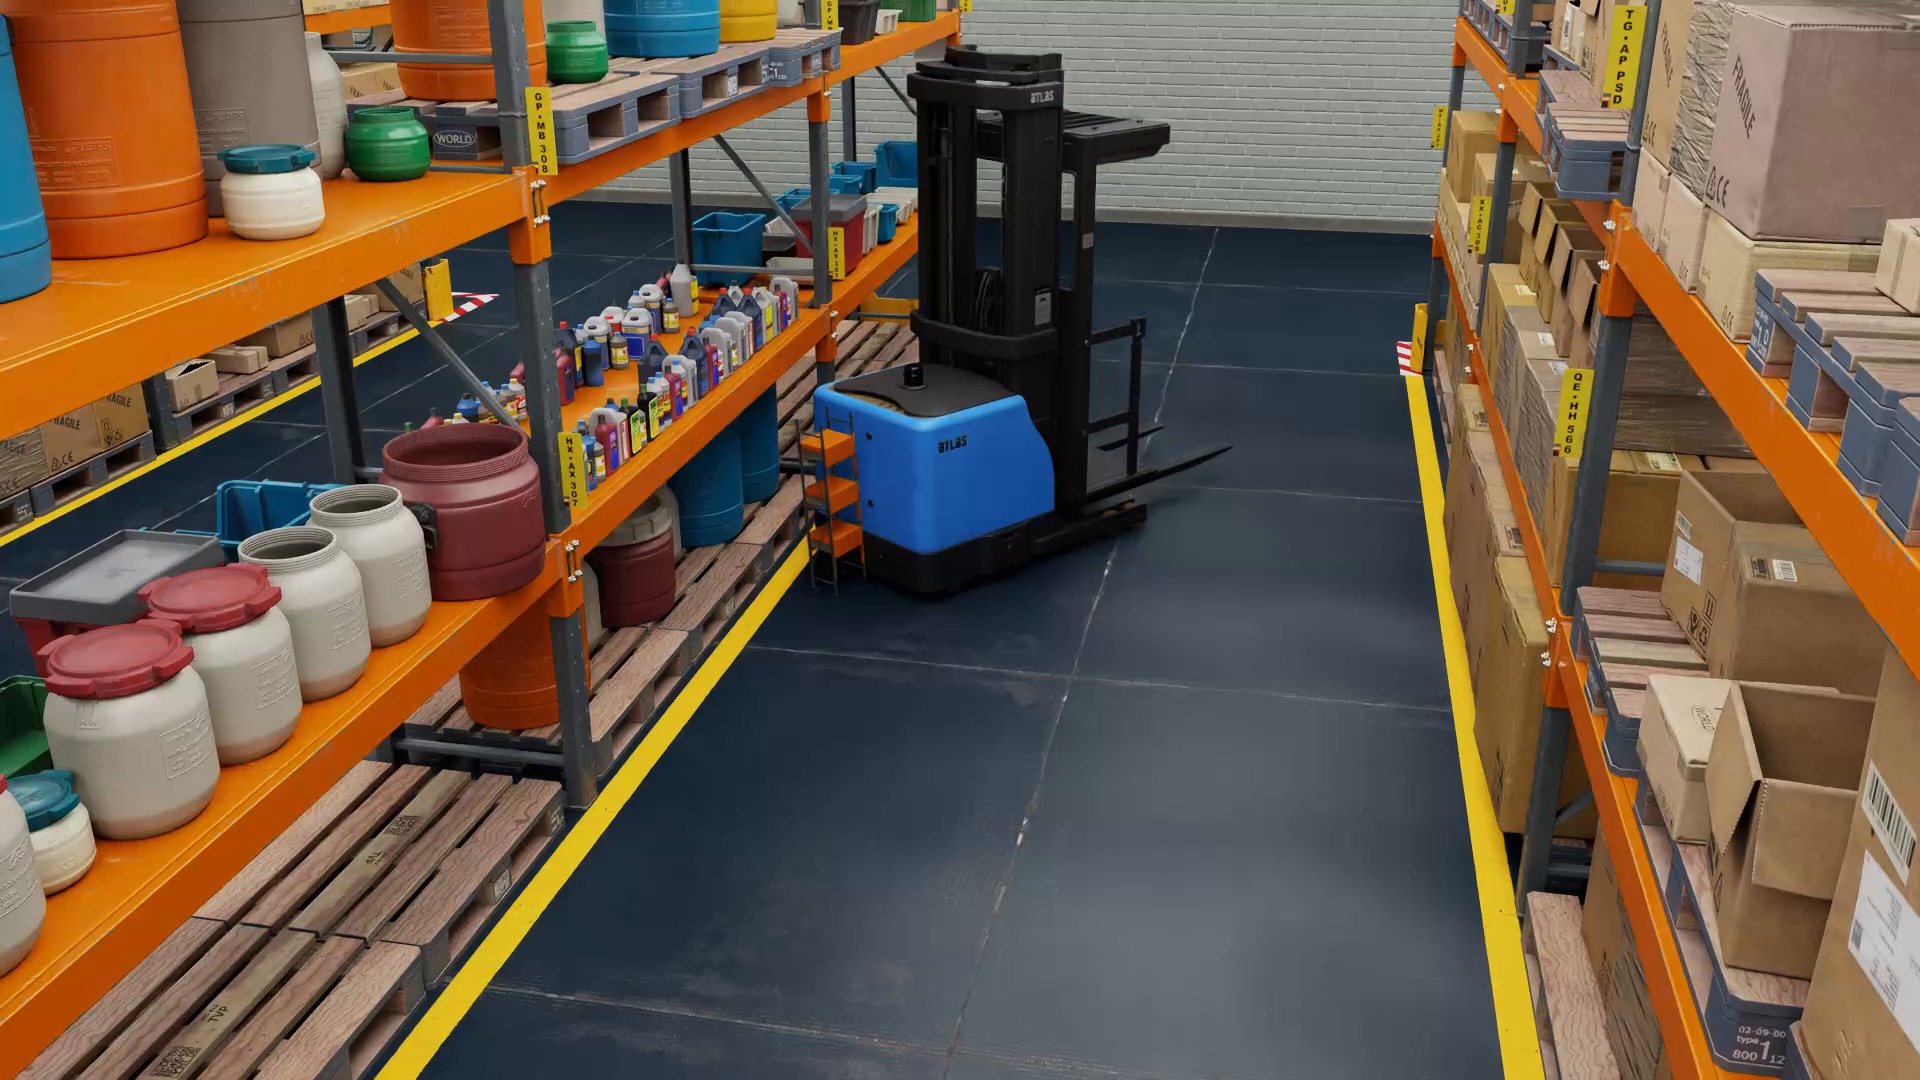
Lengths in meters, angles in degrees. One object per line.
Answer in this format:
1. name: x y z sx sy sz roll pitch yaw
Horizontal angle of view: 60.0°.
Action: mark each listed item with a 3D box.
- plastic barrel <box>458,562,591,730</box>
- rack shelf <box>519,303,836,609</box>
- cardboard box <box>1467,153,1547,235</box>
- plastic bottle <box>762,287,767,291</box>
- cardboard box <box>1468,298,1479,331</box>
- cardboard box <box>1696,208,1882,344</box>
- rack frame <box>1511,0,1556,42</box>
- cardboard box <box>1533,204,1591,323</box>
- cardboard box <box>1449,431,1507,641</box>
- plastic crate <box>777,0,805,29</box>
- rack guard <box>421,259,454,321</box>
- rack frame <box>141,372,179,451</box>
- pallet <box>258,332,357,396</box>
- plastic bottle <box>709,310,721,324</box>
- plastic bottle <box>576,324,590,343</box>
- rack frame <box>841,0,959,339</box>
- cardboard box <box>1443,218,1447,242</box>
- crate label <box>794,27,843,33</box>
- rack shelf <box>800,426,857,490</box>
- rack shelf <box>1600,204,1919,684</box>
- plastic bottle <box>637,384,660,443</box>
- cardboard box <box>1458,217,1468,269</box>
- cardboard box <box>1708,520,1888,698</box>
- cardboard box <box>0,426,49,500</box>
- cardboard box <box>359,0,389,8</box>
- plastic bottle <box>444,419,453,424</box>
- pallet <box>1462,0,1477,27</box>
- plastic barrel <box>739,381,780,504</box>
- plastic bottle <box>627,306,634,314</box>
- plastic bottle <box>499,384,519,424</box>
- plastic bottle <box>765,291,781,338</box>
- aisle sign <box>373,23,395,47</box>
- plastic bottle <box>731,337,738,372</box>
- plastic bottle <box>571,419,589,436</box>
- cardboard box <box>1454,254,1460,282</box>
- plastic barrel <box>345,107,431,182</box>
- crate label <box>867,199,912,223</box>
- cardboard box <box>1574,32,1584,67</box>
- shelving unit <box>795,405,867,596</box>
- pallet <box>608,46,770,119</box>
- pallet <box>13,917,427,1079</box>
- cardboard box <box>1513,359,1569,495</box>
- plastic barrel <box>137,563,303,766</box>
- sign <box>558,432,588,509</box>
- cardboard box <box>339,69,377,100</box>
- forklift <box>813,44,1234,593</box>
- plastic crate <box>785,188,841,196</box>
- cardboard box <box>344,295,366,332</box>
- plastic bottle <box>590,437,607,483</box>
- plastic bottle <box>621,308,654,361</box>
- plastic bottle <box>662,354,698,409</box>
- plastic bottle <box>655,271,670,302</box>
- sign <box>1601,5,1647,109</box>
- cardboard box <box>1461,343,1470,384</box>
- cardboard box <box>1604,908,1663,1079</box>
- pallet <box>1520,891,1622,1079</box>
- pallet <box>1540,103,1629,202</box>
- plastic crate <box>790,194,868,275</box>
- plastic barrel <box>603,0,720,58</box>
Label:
1. plastic barrel: -2.046 0.384 7.728 0.600 0.830 0.708 4 22 11
2. rack shelf: -1.721 -0.645 8.904 1.077 0.370 4.000 4 22 11
3. cardboard box: 3.474 -2.121 10.403 0.500 0.500 0.500 5 22 11
4. plastic bottle: -1.203 -1.452 10.210 0.097 0.201 0.097 0 22 0
5. cardboard box: 3.277 -1.353 10.034 0.380 0.149 0.250 5 22 11
6. cardboard box: 2.174 -0.663 4.170 0.500 0.250 0.500 5 22 12
7. rack frame: 3.536 -4.116 8.527 1.000 3.000 0.127 4 22 11
8. cardboard box: 3.262 -1.360 8.239 0.797 0.503 0.637 5 22 12
9. cardboard box: 3.243 0.020 8.570 1.225 0.875 0.875 4 22 9
10. plastic crate: -1.251 -3.723 11.725 0.437 0.282 0.530 4 22 11
11. rack guard: -5.361 -2.365 15.557 1.175 0.500 0.348 4 22 11
12. rack frame: -6.161 -2.089 11.527 1.000 3.000 0.127 4 22 11
13. pallet: -5.774 -1.494 13.782 1.003 0.211 1.213 4 22 11
14. plastic bottle: -1.380 -1.167 9.408 0.097 0.271 0.097 0 22 0
15. plastic bottle: -2.067 -1.047 9.110 0.097 0.271 0.097 0 22 0
16. rack frame: -0.497 -3.173 14.218 1.000 3.000 0.127 4 22 11
17. cardboard box: 3.801 -2.292 12.365 0.380 0.149 0.250 4 22 10
18. crate label: -0.930 -3.137 10.464 0.293 0.136 0.466 4 22 11
19. rack shelf: -0.744 -0.464 9.348 0.215 0.259 0.240 17 32 36
20. rack shelf: 2.311 -0.196 3.774 1.077 0.370 4.000 4 22 11
21. plastic bottle: -1.511 -0.626 8.050 0.061 0.283 0.133 4 22 11
22. cardboard box: 3.576 -1.959 11.005 0.500 0.250 0.500 5 22 12
23. cardboard box: 2.632 0.301 4.895 0.700 0.500 0.500 8 23 19
24. cardboard box: -6.193 -0.568 10.506 0.500 0.500 0.500 5 22 12
25. cardboard box: -5.192 -4.666 14.110 0.500 0.250 0.500 4 22 11
26. plastic bottle: -2.376 -0.461 7.749 0.097 0.201 0.097 0 22 0
27. pallet: 4.211 -3.874 12.061 1.003 0.211 1.213 4 22 11
28. plastic barrel: -1.441 -0.734 10.408 0.600 0.901 0.708 4 22 11
29. plastic bottle: -1.925 -1.268 9.754 0.097 0.201 0.097 0 22 0
30. plastic bottle: -2.257 -0.675 8.280 0.097 0.201 0.097 0 22 0
31. plastic bottle: -1.152 -1.351 9.858 0.152 0.276 0.135 4 22 11
32. aisle sign: -5.031 -4.760 14.677 0.394 0.787 0.004 4 22 11
33. plastic bottle: -1.279 -1.038 9.181 0.097 0.201 0.097 0 22 0
34. plastic bottle: -1.756 -0.461 7.749 0.097 0.201 0.097 0 22 0
35. cardboard box: 3.539 -1.823 11.201 0.380 0.149 0.250 4 22 10
36. plastic barrel: -2.130 -1.473 6.188 0.294 0.245 0.294 0 22 0
37. crate label: -0.592 -2.558 12.963 0.396 0.136 0.243 4 22 11
38. cardboard box: 3.085 -2.269 7.732 0.380 0.149 0.250 4 22 9
39. shelving unit: -0.730 -0.218 9.466 0.215 1.050 0.252 17 32 36
40. pallet: -1.606 -2.305 8.300 1.003 0.211 1.213 4 22 11
41. pallet: -2.576 1.771 5.674 1.003 0.211 1.213 4 22 11
42. cardboard box: 2.788 -0.488 7.416 0.500 0.500 0.500 4 22 9
43. plastic barrel: -2.298 0.392 5.182 0.433 0.535 0.433 0 22 0
44. sign: -1.589 -0.284 6.825 0.100 0.325 0.005 4 22 11
45. cardboard box: -5.269 -3.694 14.038 0.500 0.500 0.500 5 22 12
46. forklift: 0.544 -1.507 10.172 3.031 2.935 1.130 -19 29 -40
47. plastic crate: -1.138 -2.577 12.880 0.416 0.233 0.300 4 22 11
48. cardboard box: -5.438 -1.918 14.193 0.500 0.250 0.500 4 22 11
49. plastic bottle: -1.654 -0.365 7.511 0.097 0.201 0.097 0 22 0
50. plastic bottle: -1.821 -1.163 9.391 0.152 0.276 0.135 4 22 11
51. plastic bottle: -1.442 -0.831 8.568 0.152 0.276 0.135 4 22 11
52. plastic bottle: -1.833 -1.506 10.234 0.061 0.283 0.133 4 22 11
53. sign: 2.178 -1.583 5.456 0.100 0.325 0.005 4 22 11
54. cardboard box: 3.932 -1.107 11.368 0.875 0.875 0.875 4 22 11
55. cardboard box: 2.502 1.536 5.282 0.700 0.500 0.500 3 22 6
56. pallet: 2.559 1.709 5.827 1.003 0.211 1.213 4 22 11
57. pallet: 2.799 -1.413 6.085 1.213 0.211 1.003 6 23 13
58. plastic crate: -0.885 -2.075 11.326 0.402 0.464 0.583 4 22 11
59. plastic barrel: -1.512 -2.893 8.274 0.600 0.901 0.708 4 22 11
